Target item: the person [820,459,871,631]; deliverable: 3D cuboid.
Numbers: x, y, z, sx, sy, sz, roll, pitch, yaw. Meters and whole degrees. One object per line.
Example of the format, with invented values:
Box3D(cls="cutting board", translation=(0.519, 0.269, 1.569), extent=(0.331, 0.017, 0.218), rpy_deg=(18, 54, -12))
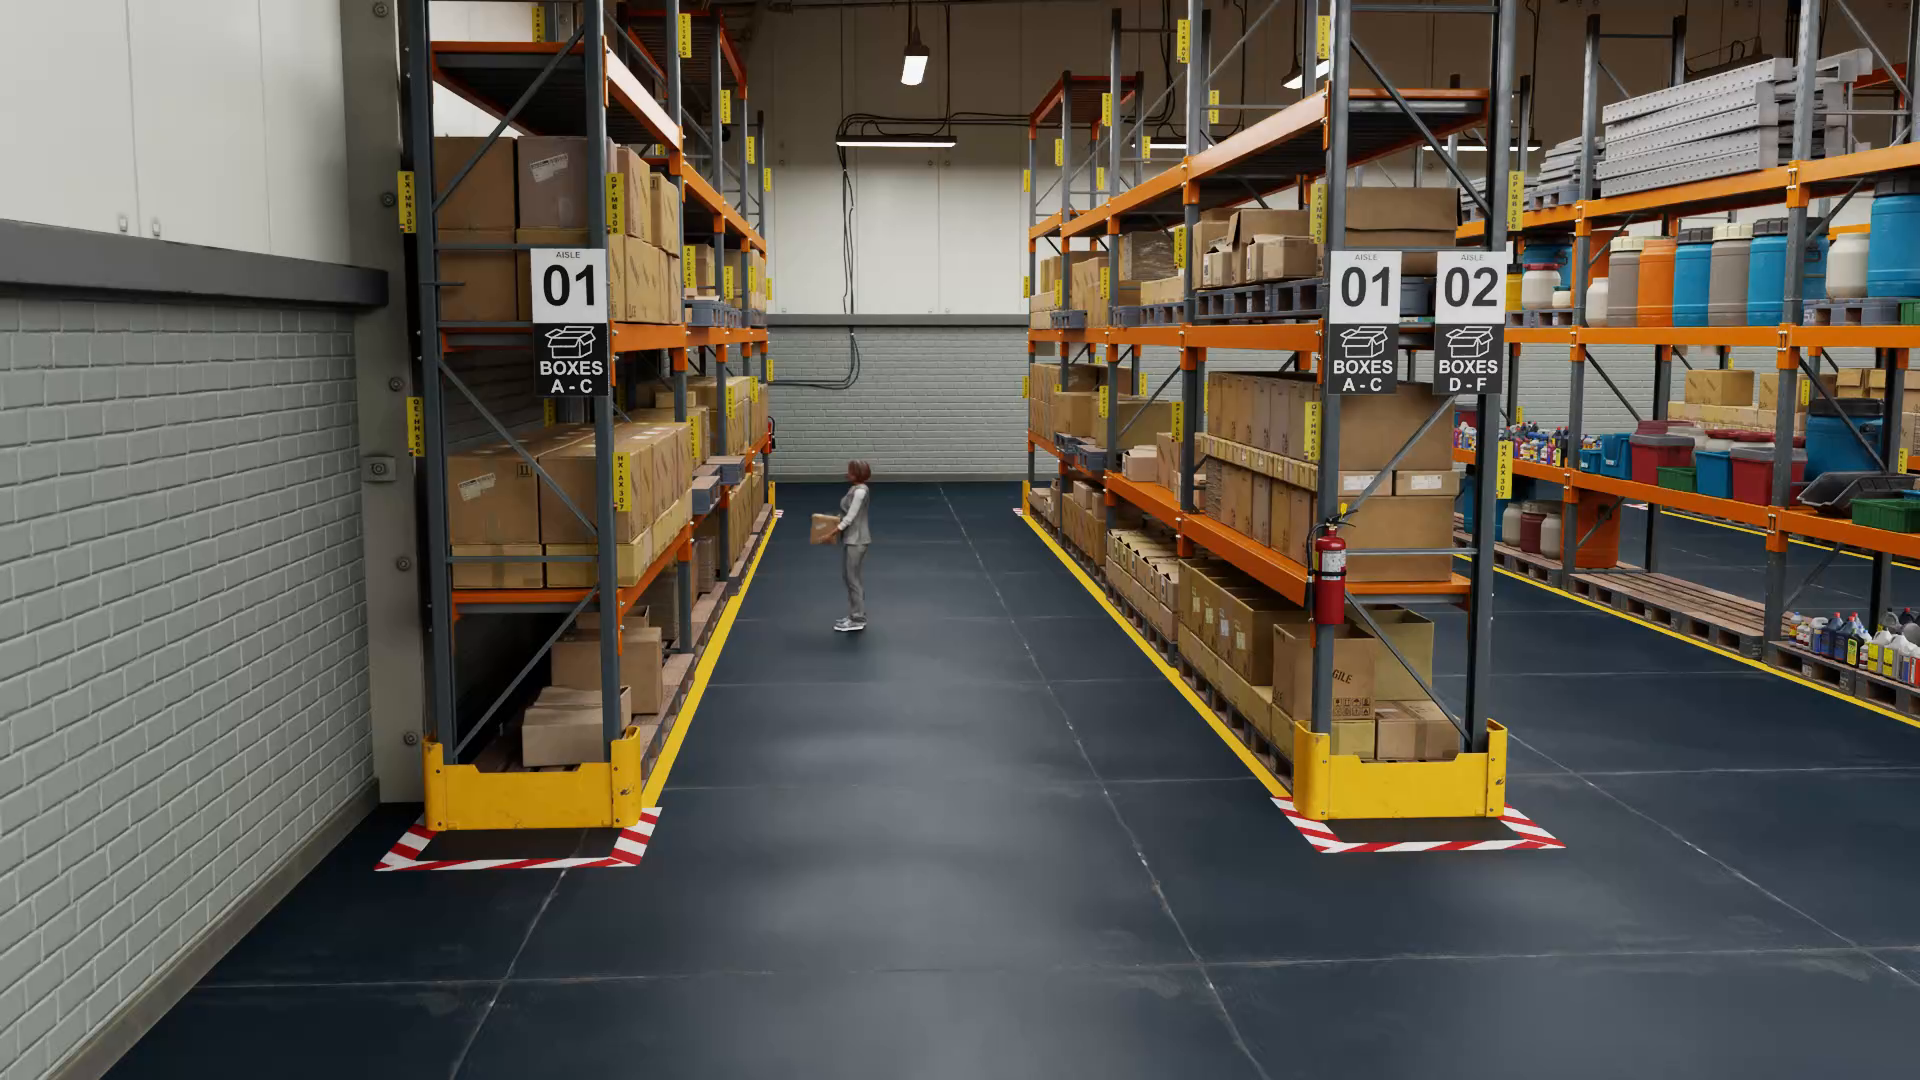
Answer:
Box3D(cls="person", translation=(-1.068, 0.043, 15.437), extent=(0.477, 1.598, 0.426), rpy_deg=(-1, 7, -8))
